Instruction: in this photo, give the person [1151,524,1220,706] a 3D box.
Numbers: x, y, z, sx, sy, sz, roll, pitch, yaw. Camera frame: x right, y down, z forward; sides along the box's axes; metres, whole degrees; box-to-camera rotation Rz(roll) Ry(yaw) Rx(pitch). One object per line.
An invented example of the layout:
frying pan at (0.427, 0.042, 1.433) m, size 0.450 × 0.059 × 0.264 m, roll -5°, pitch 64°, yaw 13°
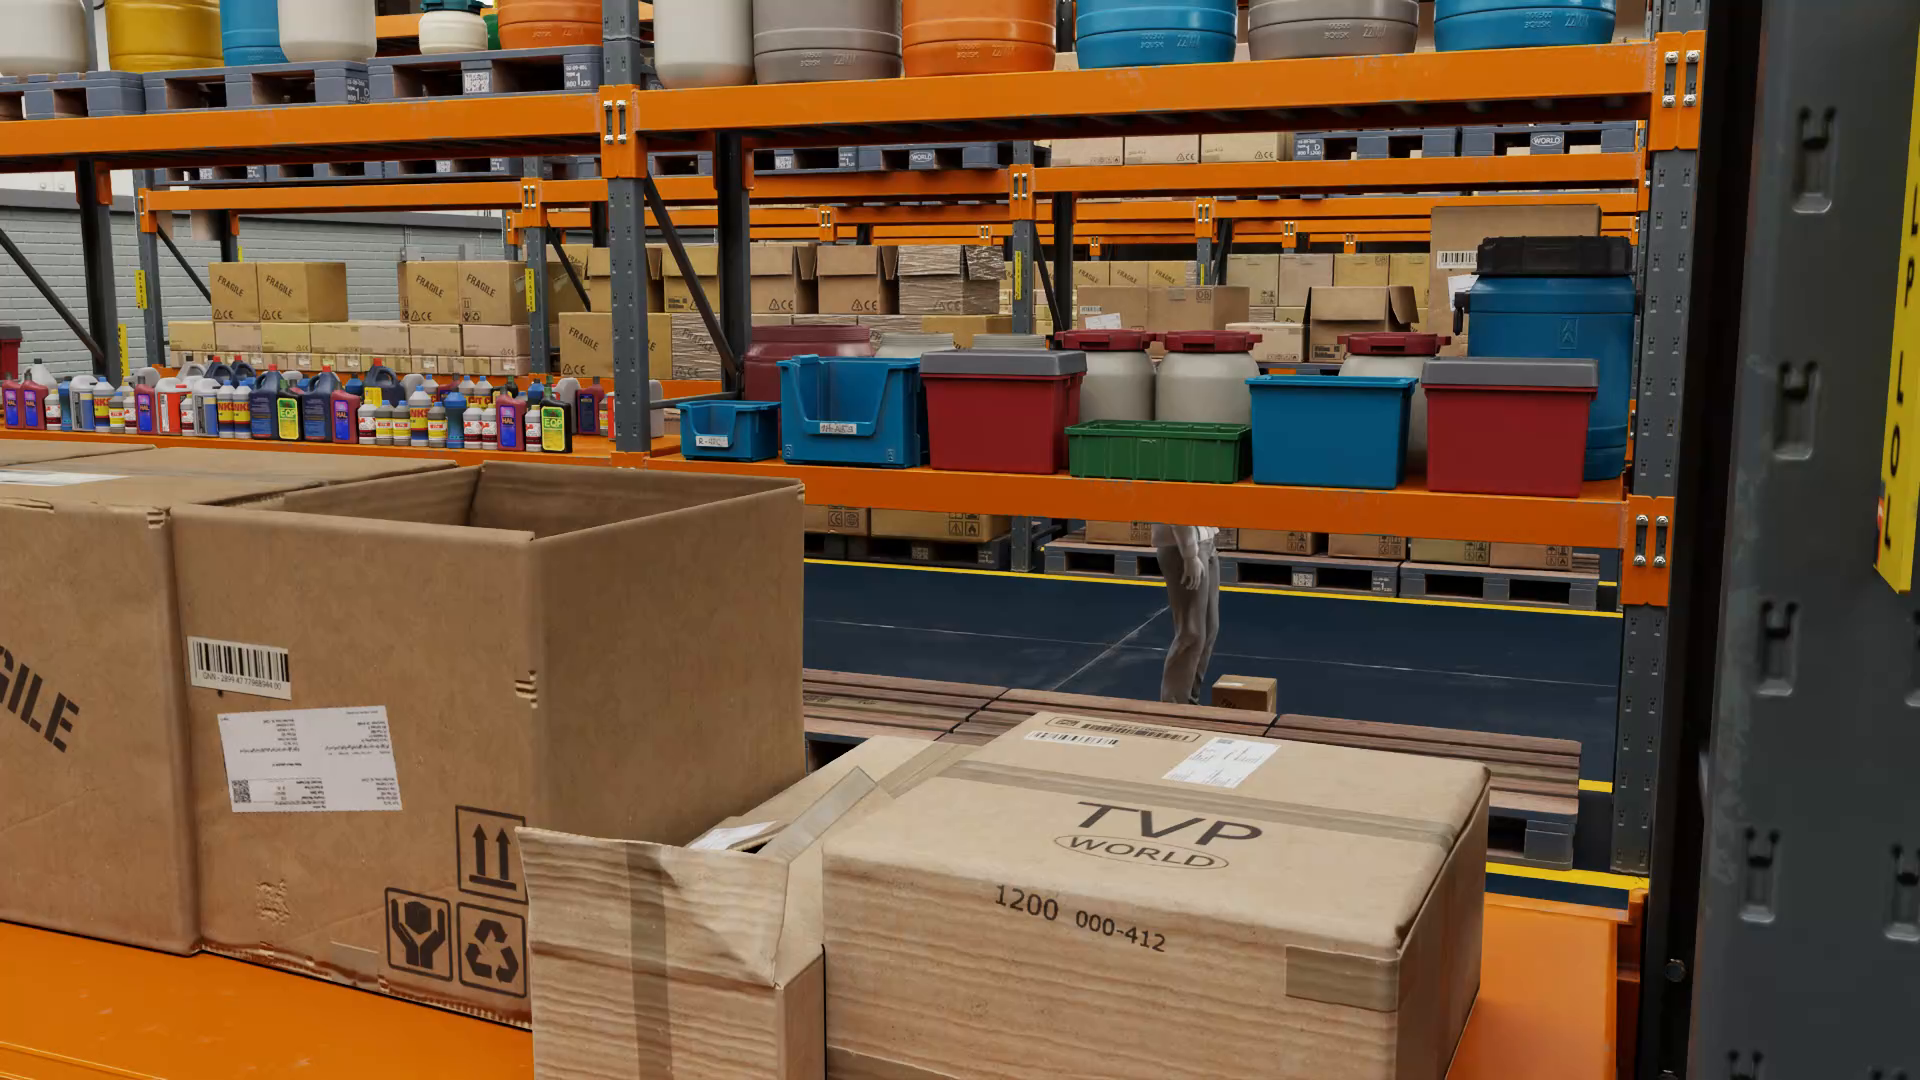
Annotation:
person at (1.055, 0.056, 7.488) m, size 0.375 × 1.661 × 0.541 m, roll 3°, pitch 9°, yaw 18°
